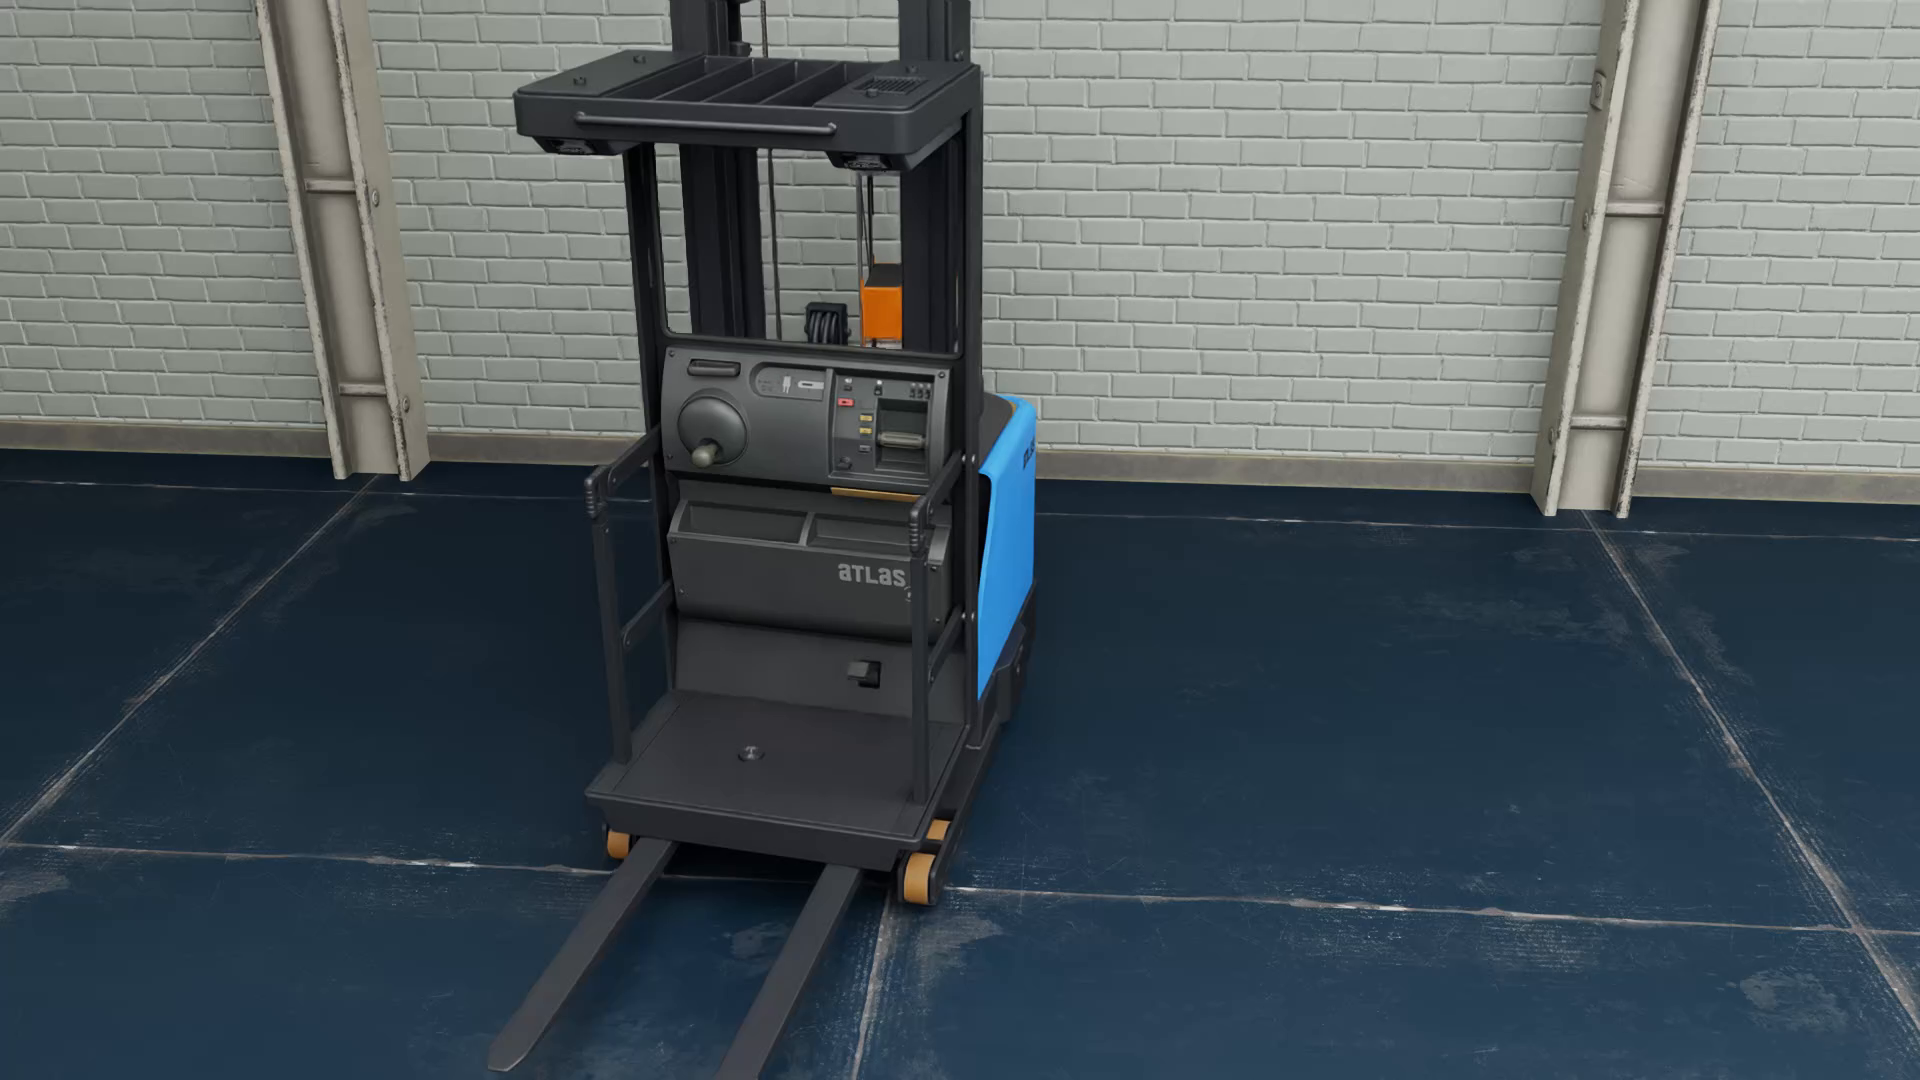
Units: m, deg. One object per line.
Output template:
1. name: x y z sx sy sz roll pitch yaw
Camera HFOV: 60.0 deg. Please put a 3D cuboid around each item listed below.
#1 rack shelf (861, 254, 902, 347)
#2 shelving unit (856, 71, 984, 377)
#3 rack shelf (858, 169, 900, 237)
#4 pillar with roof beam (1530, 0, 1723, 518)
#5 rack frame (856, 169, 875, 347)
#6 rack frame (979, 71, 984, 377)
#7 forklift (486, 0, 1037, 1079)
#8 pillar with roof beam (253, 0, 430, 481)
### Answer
1. rack shelf: -0.165 -0.947 7.328 0.480 0.518 0.431 2 25 4
2. shelving unit: -0.165 -0.959 7.323 0.503 2.100 0.431 2 25 4
3. rack shelf: -0.165 -1.583 7.036 0.480 0.518 0.431 2 25 4
4. pillar with roof beam: 2.691 -2.470 2.352 0.400 9.000 9.100 2 25 4
5. rack frame: -0.408 -0.967 7.340 0.015 2.100 0.400 2 25 4
6. rack frame: 0.078 -0.951 7.306 0.015 2.100 0.400 2 25 4
7. forklift: -0.538 -0.355 5.015 1.130 2.935 3.031 6 25 12
8. pillar with roof beam: -3.291 -2.662 2.769 0.400 9.000 9.100 2 25 4
